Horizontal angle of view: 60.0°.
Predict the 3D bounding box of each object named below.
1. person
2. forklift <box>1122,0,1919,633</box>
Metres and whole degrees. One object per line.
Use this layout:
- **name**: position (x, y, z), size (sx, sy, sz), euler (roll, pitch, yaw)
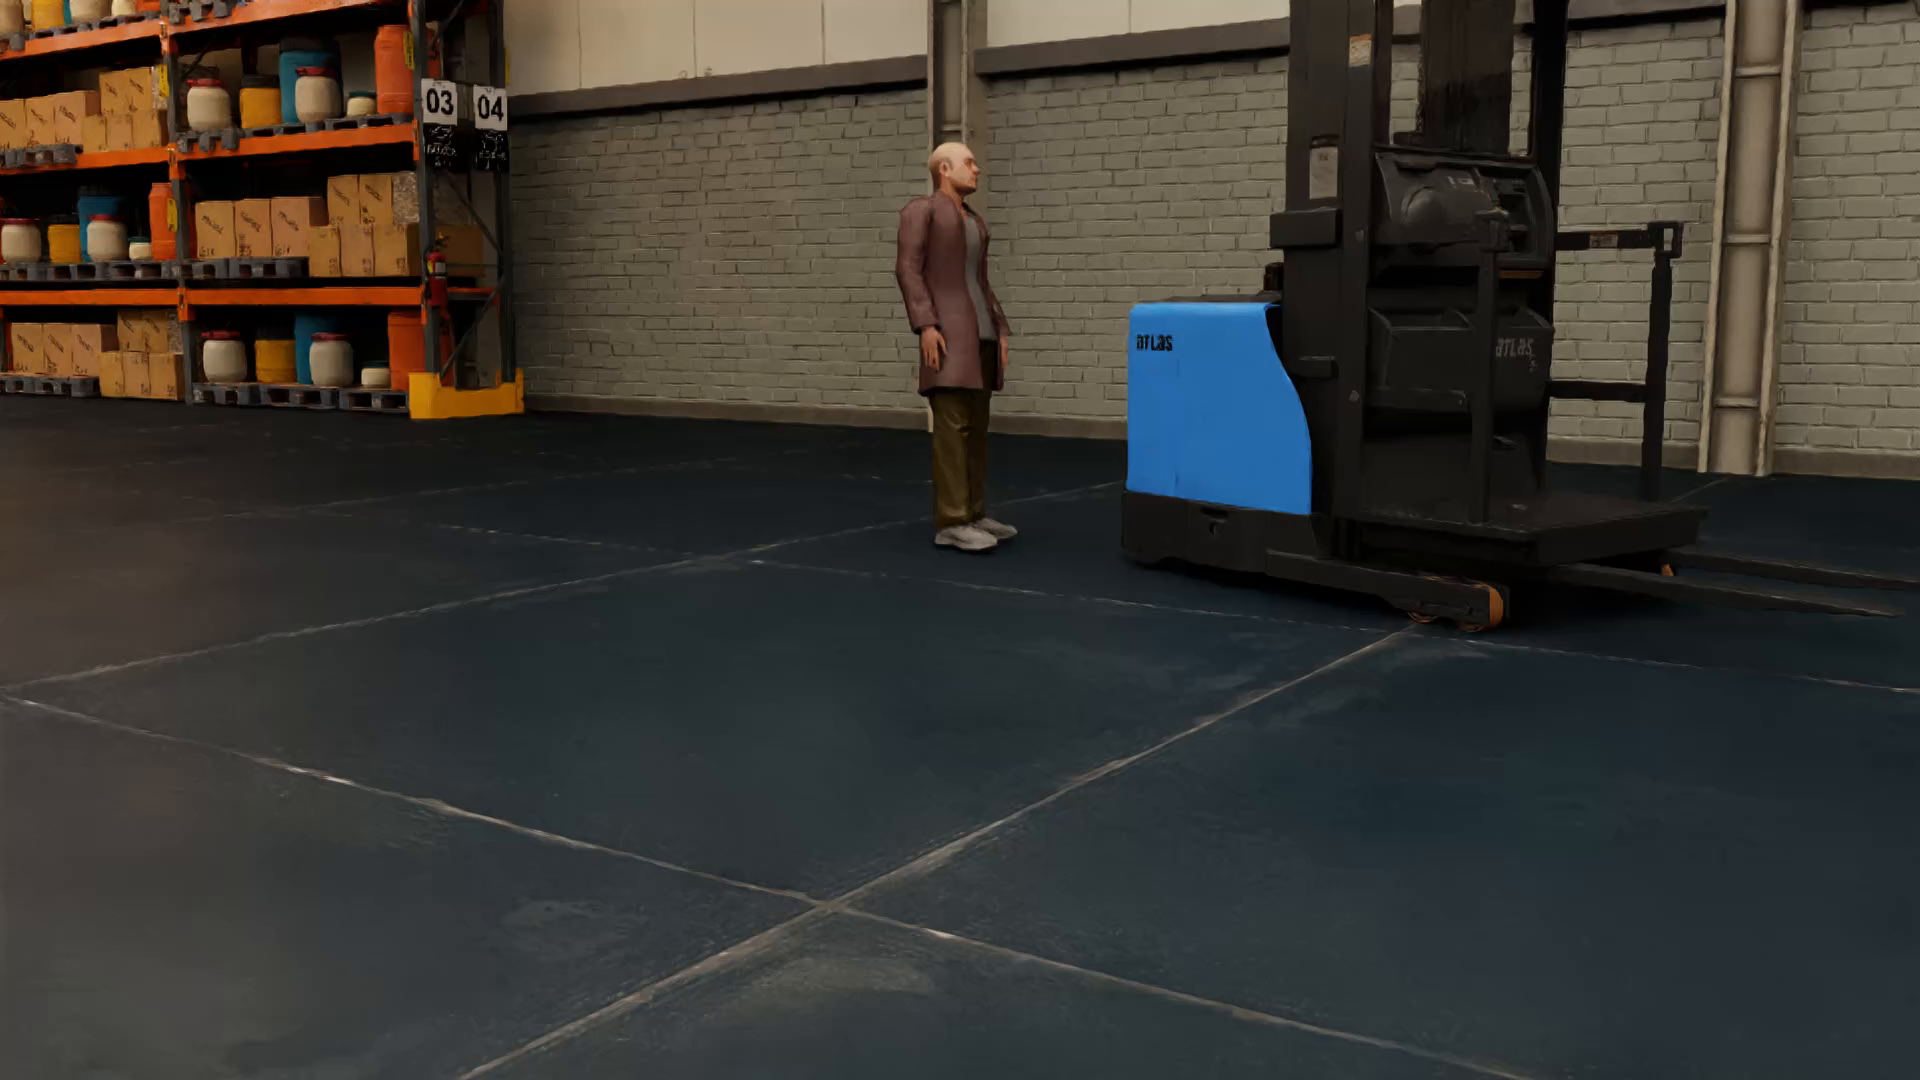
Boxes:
- **person**: position (0.079, -0.881, 7.431), size (0.580, 1.776, 0.674), euler (5, 10, 34)
- **forklift**: position (1.942, -1.224, 5.797), size (1.130, 2.935, 3.031), euler (-6, 10, -36)
